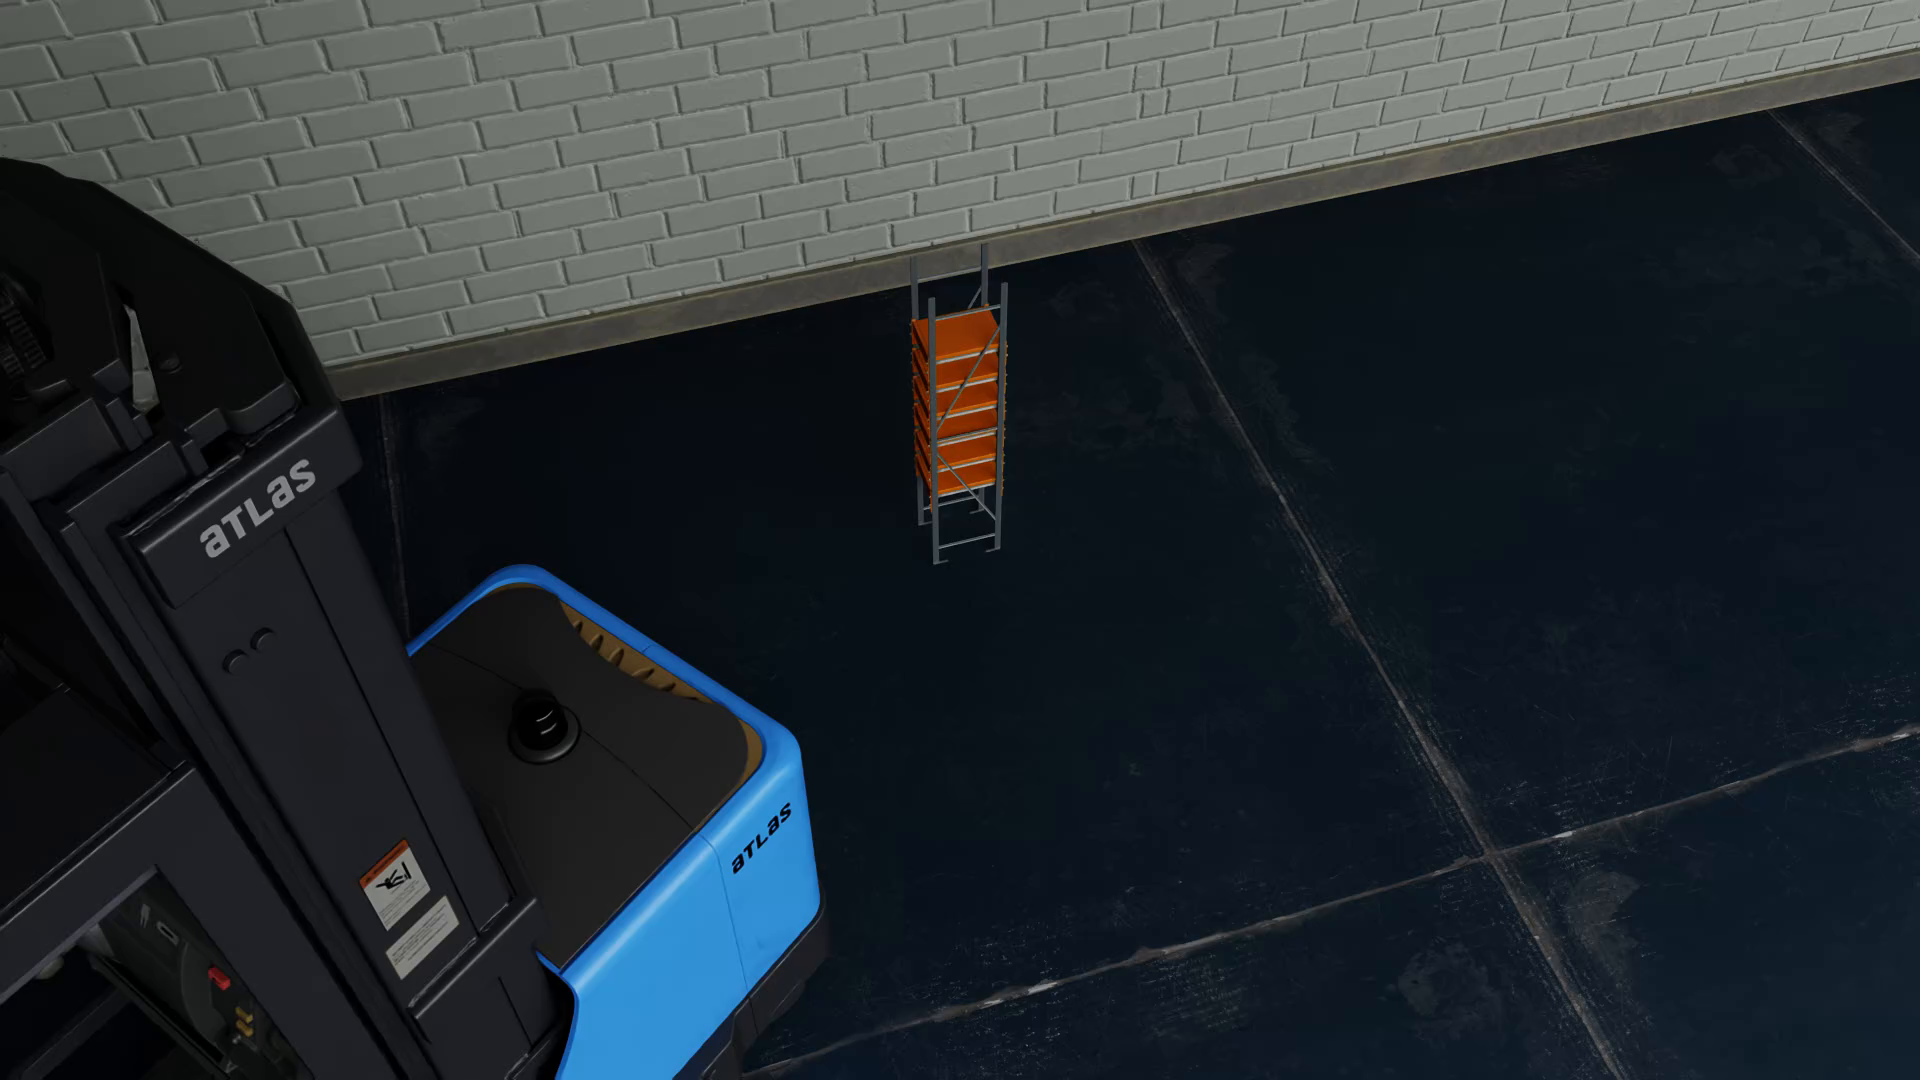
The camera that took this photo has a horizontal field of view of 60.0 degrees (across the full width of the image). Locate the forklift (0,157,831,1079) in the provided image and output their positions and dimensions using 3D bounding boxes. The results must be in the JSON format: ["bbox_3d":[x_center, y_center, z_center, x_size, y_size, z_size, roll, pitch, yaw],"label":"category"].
[{"bbox_3d":[-1.646,0.909,3.067,1.130,2.935,3.031,30,56,23],"label":"forklift"}]

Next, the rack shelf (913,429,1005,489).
[{"bbox_3d":[-0.004,-0.291,5.426,0.258,0.103,0.180,-13,51,-11],"label":"rack shelf"}]

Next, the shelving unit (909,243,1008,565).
[{"bbox_3d":[-0.004,-0.397,5.300,0.258,1.200,0.189,-13,51,-11],"label":"shelving unit"}]

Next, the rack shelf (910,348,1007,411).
[{"bbox_3d":[-0.004,-0.523,5.151,0.258,0.103,0.180,-13,51,-11],"label":"rack shelf"}]

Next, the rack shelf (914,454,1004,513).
[{"bbox_3d":[-0.004,-0.214,5.518,0.258,0.103,0.180,-13,51,-11],"label":"rack shelf"}]

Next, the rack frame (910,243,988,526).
[{"bbox_3d":[-0.031,-0.464,5.357,0.240,1.200,0.006,-13,51,-11],"label":"rack frame"}]

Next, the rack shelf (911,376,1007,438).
[{"bbox_3d":[-0.004,-0.446,5.242,0.258,0.103,0.180,-13,51,-11],"label":"rack shelf"}]

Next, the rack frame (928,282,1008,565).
[{"bbox_3d":[0.023,-0.330,5.244,0.240,1.200,0.006,-13,51,-11],"label":"rack frame"}]

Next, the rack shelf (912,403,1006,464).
[{"bbox_3d":[-0.004,-0.369,5.334,0.258,0.103,0.180,-13,51,-11],"label":"rack shelf"}]

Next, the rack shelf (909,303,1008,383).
[{"bbox_3d":[-0.004,-0.601,5.059,0.258,0.103,0.180,-13,51,-11],"label":"rack shelf"}]
